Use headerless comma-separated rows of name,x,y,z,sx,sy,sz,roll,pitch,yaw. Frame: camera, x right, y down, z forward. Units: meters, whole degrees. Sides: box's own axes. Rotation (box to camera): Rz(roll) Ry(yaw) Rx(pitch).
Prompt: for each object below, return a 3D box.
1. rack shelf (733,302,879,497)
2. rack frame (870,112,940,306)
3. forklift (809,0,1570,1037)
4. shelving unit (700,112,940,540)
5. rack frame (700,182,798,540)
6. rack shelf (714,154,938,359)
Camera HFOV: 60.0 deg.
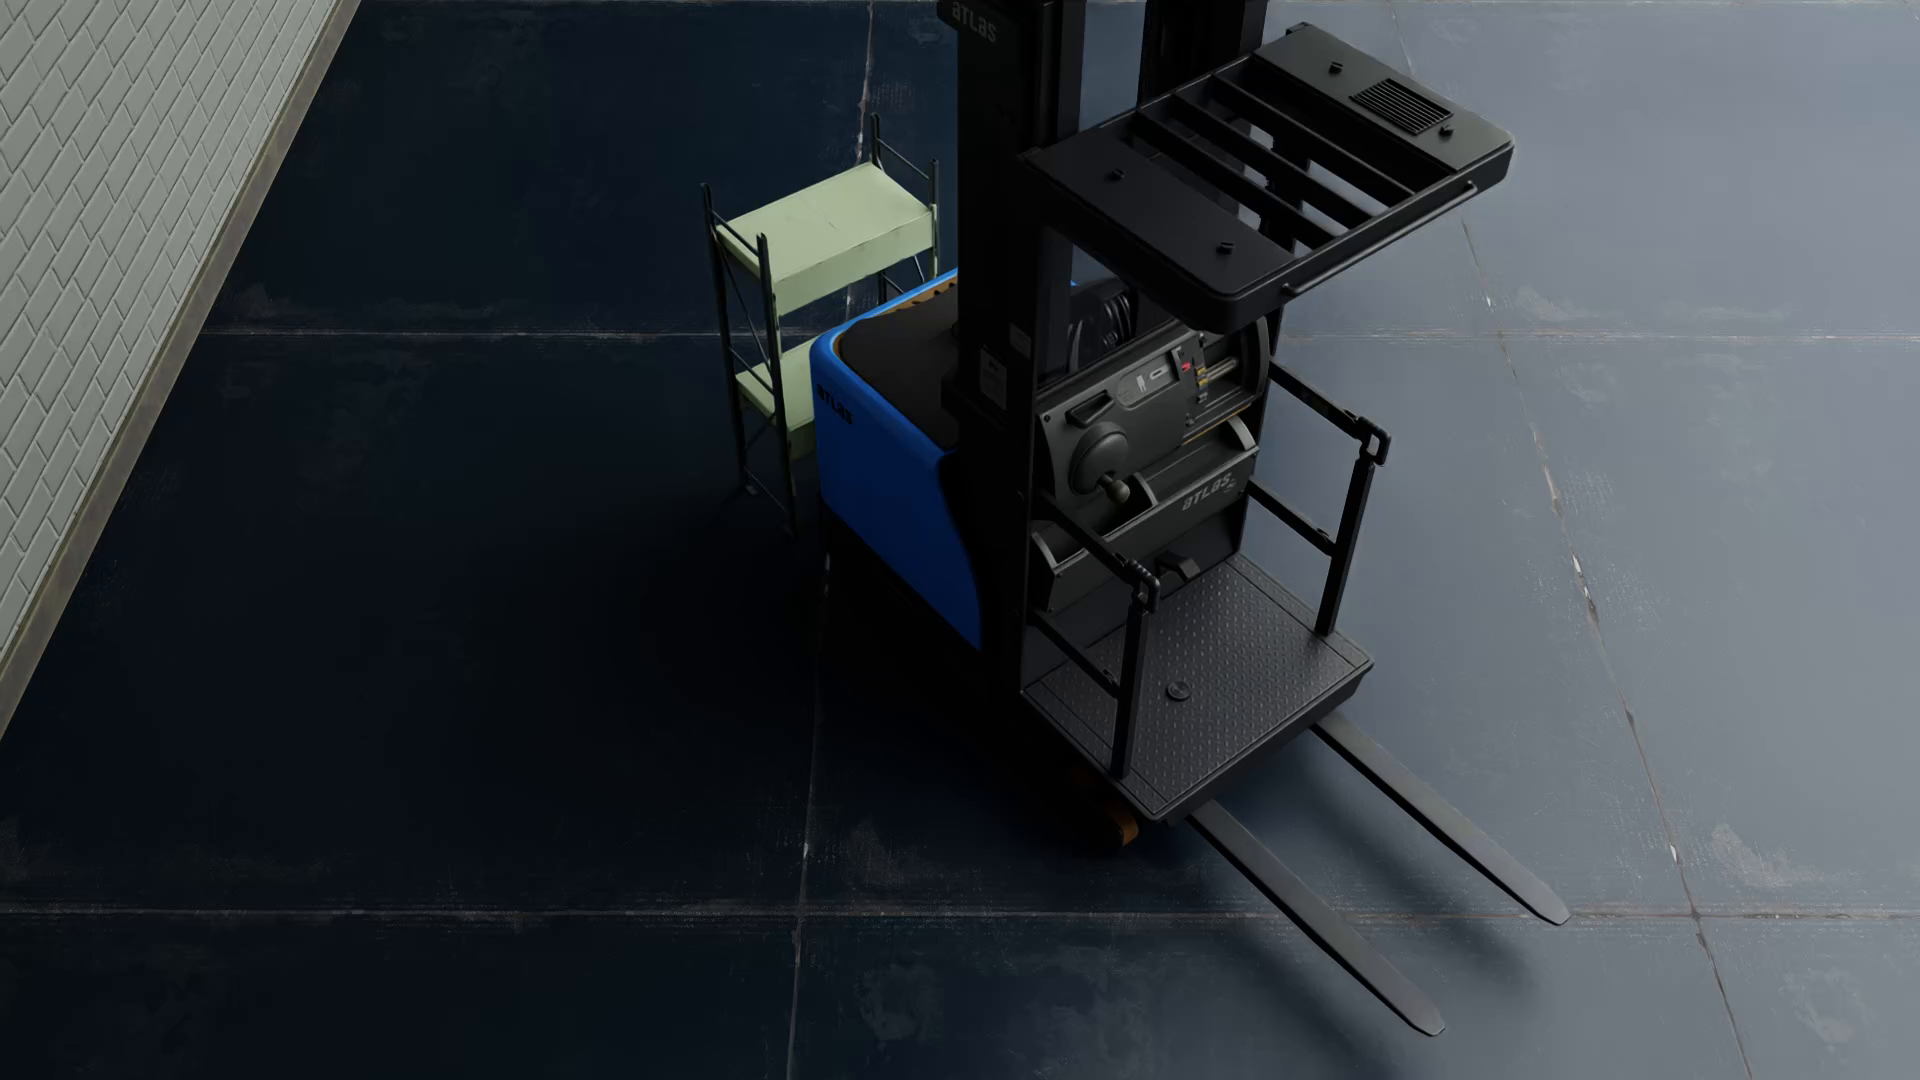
rack shelf,-0.497,-0.574,6.705,0.720,0.370,0.431,-29,53,-24
rack frame,-0.205,-0.958,6.617,0.023,1.500,0.400,-29,53,-24
forklift,0.752,-0.356,5.079,1.130,2.935,3.031,-30,54,-25
shelving unit,-0.497,-0.796,6.466,0.755,1.500,0.431,-29,53,-24
rack frame,-0.788,-0.633,6.315,0.023,1.500,0.400,-29,53,-24
rack shelf,-0.497,-1.062,6.180,0.720,0.370,0.431,-29,53,-24
